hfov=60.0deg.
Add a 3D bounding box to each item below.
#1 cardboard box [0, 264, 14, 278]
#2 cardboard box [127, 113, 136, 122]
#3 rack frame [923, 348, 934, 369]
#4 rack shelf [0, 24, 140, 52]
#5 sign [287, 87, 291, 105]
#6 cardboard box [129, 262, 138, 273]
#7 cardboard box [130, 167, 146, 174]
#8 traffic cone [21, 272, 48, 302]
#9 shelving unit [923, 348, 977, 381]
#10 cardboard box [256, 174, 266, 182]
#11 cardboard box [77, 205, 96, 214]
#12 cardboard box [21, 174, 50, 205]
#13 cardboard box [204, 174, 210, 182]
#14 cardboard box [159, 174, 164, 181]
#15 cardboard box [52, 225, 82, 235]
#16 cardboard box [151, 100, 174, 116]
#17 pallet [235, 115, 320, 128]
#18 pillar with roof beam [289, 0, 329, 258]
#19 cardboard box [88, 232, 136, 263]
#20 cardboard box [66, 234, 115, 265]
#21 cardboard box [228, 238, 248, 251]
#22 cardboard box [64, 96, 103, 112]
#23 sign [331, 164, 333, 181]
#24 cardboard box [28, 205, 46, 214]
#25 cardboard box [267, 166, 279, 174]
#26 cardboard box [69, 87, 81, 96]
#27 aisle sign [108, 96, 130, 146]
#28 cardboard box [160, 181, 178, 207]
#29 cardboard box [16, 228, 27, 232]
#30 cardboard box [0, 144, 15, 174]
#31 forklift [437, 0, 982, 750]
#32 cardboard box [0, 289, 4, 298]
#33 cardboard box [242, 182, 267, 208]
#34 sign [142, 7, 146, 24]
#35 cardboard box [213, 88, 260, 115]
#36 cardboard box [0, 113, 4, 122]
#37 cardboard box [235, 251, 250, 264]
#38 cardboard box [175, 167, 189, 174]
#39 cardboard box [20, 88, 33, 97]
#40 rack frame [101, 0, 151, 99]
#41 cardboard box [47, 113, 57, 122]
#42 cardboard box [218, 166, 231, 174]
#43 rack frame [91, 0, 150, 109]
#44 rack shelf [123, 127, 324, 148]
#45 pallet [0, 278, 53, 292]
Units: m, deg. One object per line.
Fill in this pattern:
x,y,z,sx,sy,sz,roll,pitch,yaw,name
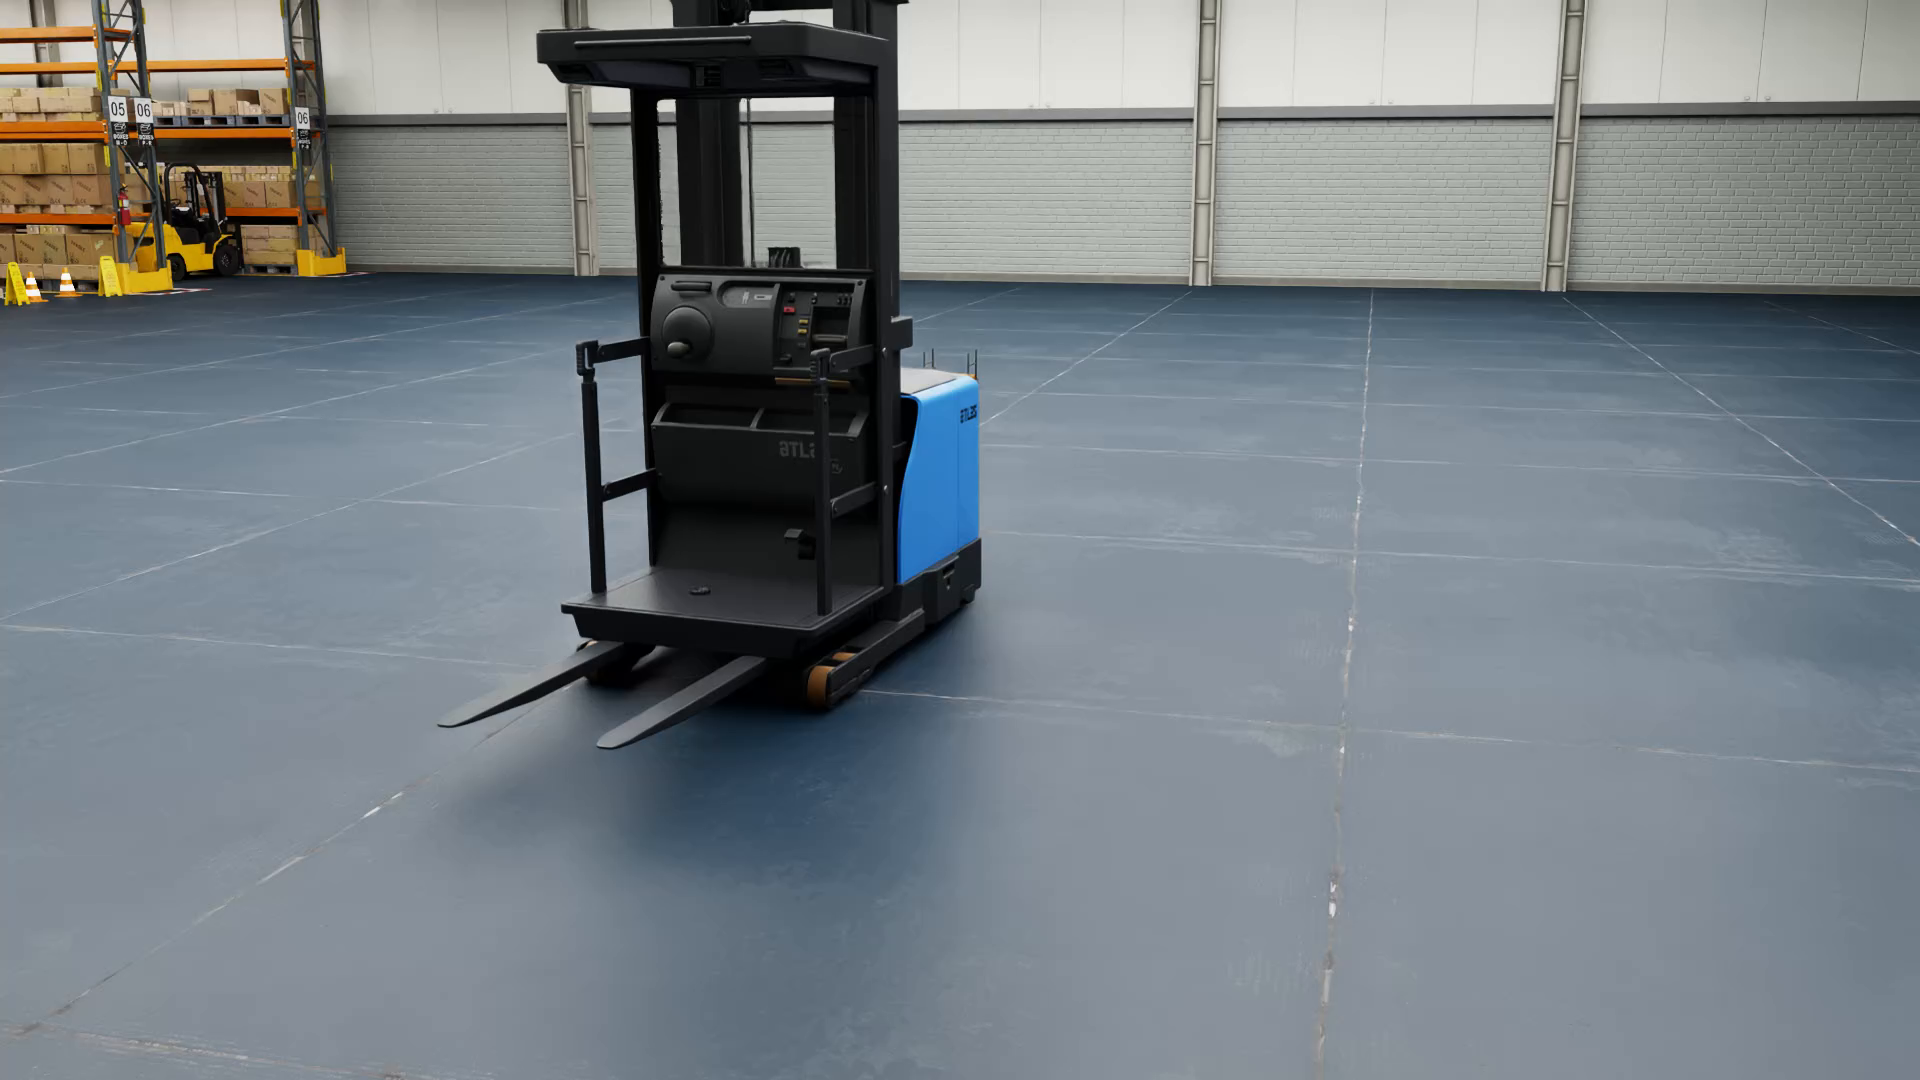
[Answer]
-16.215,-4.638,28.590,0.500,0.250,0.500,3,13,13,cardboard box
-14.120,-7.134,28.120,0.250,0.149,0.380,3,13,14,cardboard box
-0.170,-0.522,9.161,0.008,1.050,0.200,3,13,14,rack frame
-15.818,-8.387,27.928,4.000,0.370,1.077,3,13,14,rack shelf
-12.834,-8.496,31.814,0.005,0.325,0.100,3,13,14,sign
-14.593,-4.670,28.735,0.500,0.250,0.500,3,13,13,cardboard box
-16.335,-7.390,33.204,0.250,0.149,0.380,3,13,15,cardboard box
-14.538,-3.969,26.053,0.334,0.463,0.336,3,13,14,traffic cone
-0.052,-0.515,9.133,0.252,1.050,0.215,3,13,14,shelving unit
-13.587,-7.109,32.622,0.250,0.149,0.380,3,13,15,cardboard box
-14.563,-5.549,27.898,0.250,0.149,0.380,3,13,13,cardboard box
-15.439,-5.925,28.097,0.500,0.500,0.500,3,13,13,cardboard box
-14.831,-7.168,32.888,0.250,0.149,0.380,3,13,12,cardboard box
-15.816,-7.232,33.175,0.250,0.149,0.380,3,13,13,cardboard box
-15.089,-5.244,28.095,0.250,0.149,0.380,3,13,15,cardboard box
-15.825,-8.539,32.876,0.500,0.311,0.500,3,13,15,cardboard box
-13.371,-8.215,32.612,1.213,0.211,1.003,3,13,14,pallet
-14.182,-9.000,29.025,0.400,9.000,9.100,3,13,14,pillar with roof beam
-14.616,-5.037,28.659,0.500,0.500,0.500,3,13,12,cardboard box
-14.716,-4.923,28.143,0.500,0.500,0.500,3,13,14,cardboard box
-14.228,-5.868,32.982,0.500,0.250,0.500,3,13,12,cardboard box
-14.437,-7.213,27.555,0.500,0.250,0.500,3,13,13,cardboard box
-12.552,-7.329,33.160,0.005,0.325,0.100,3,13,14,sign
-15.549,-5.611,28.177,0.250,0.149,0.380,3,13,13,cardboard box
-13.336,-7.242,32.537,0.250,0.149,0.380,3,13,14,cardboard box
-14.516,-7.415,27.544,0.250,0.149,0.380,3,13,15,cardboard box
-13.885,-6.912,27.461,0.004,0.787,0.394,3,13,14,aisle sign
-15.696,-6.906,33.205,0.500,0.500,0.500,3,13,15,cardboard box
-19.219,-6.144,34.516,0.625,0.625,0.875,3,13,15,cardboard box
-15.885,-6.458,28.189,0.500,0.500,0.700,3,13,13,cardboard box
-0.885,-0.889,6.472,1.130,2.935,3.031,5,13,20,forklift
-15.632,-3.959,26.733,0.250,0.149,0.380,12,17,43,cardboard box
-13.733,-6.799,32.723,0.500,0.500,0.500,3,13,15,cardboard box
-16.417,-10.536,33.425,0.005,0.325,0.100,3,13,14,sign
-14.149,-8.564,32.552,0.500,0.500,0.700,3,13,14,cardboard box
-16.016,-7.108,28.002,0.250,0.149,0.380,3,13,14,cardboard box
-14.186,-5.627,33.051,0.500,0.250,0.500,3,13,14,cardboard box
-15.326,-7.342,32.985,0.250,0.149,0.380,3,13,13,cardboard box
-15.486,-7.482,27.845,0.250,0.149,0.380,3,13,12,cardboard box
-16.574,-9.887,33.023,0.127,3.000,1.000,3,13,14,rack frame
-15.019,-7.063,27.797,0.250,0.149,0.380,3,13,14,cardboard box
-14.352,-7.281,32.712,0.250,0.149,0.380,3,13,15,cardboard box
-13.876,-8.636,27.382,0.127,3.000,1.000,3,13,14,rack frame
-14.632,-7.968,32.958,4.000,0.370,1.077,3,13,14,rack shelf
-15.911,-4.463,28.863,1.213,0.211,1.003,3,13,14,pallet
